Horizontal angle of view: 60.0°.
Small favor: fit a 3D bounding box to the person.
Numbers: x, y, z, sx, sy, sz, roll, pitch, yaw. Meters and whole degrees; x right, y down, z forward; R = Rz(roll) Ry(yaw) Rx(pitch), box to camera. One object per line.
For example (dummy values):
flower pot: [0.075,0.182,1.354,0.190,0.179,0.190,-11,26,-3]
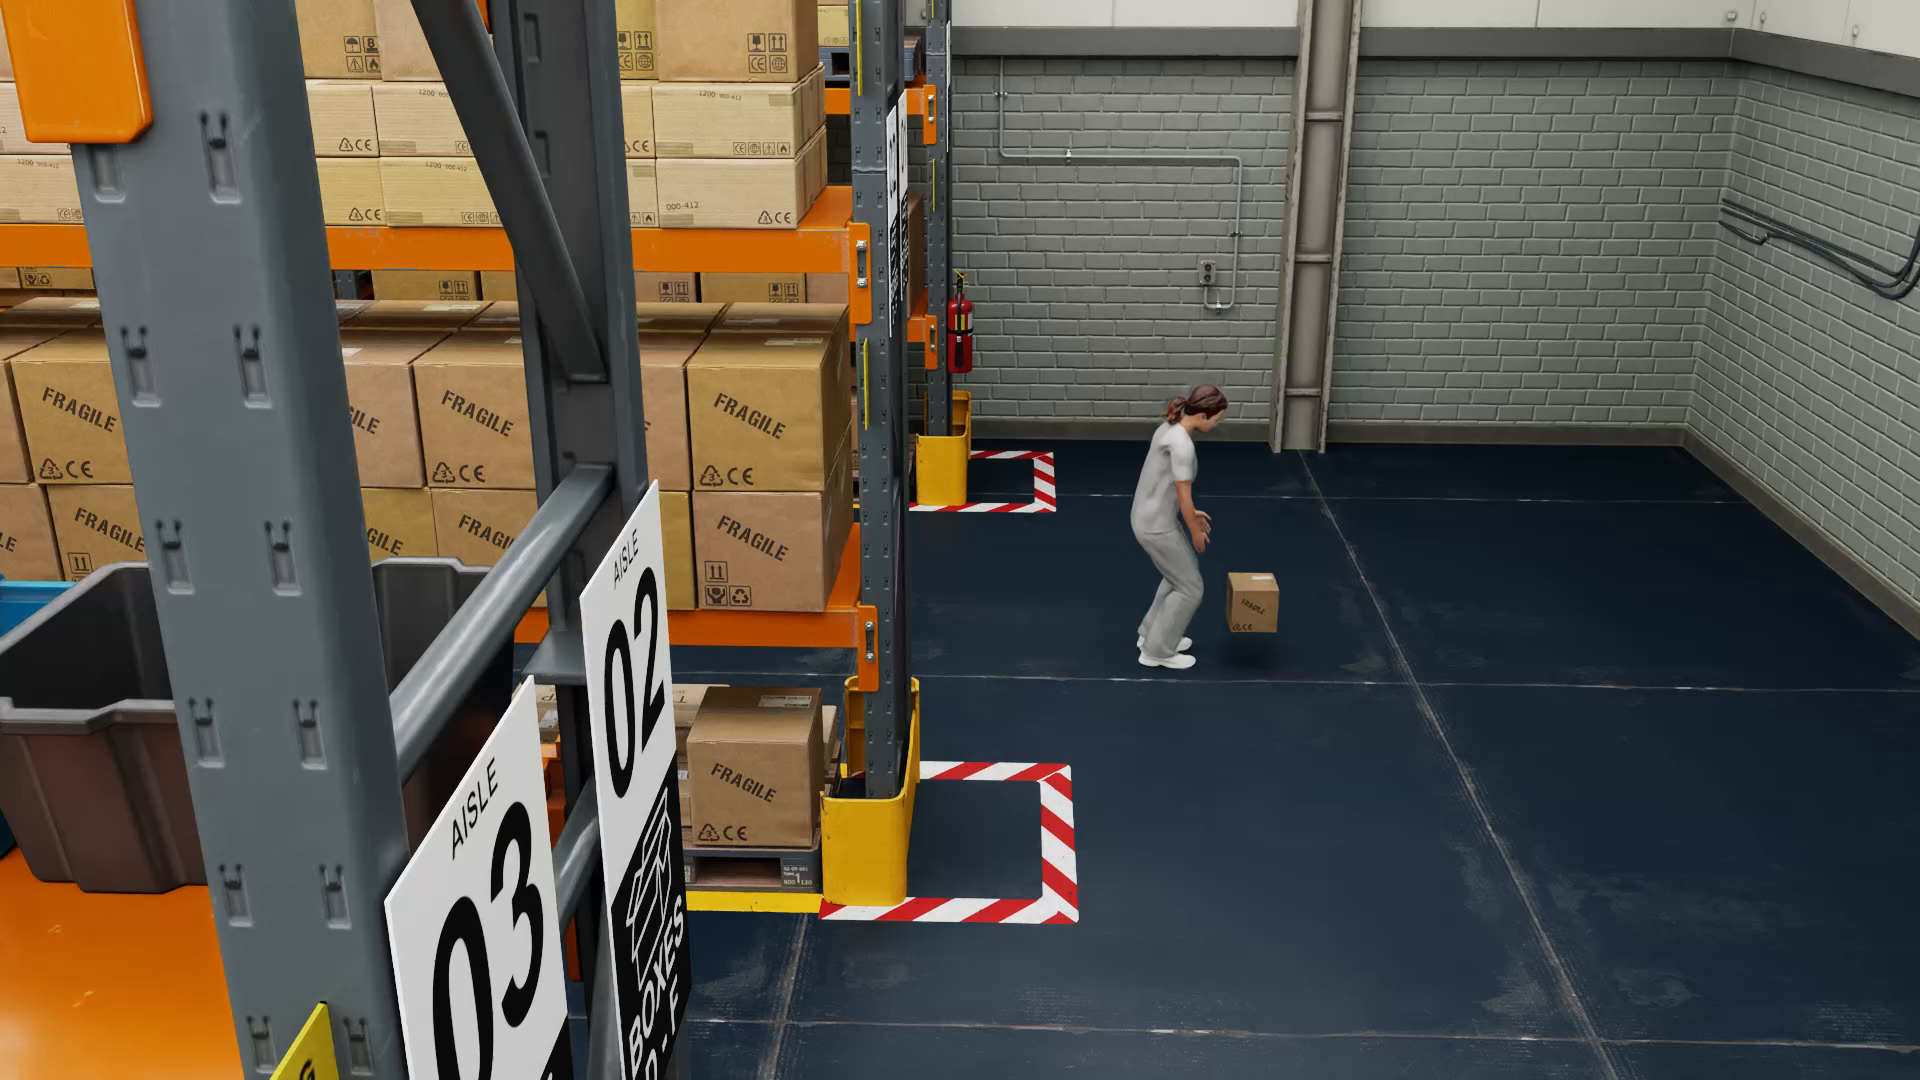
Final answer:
person: [1.164,-0.089,8.998,0.489,1.556,0.478,1,21,3]
